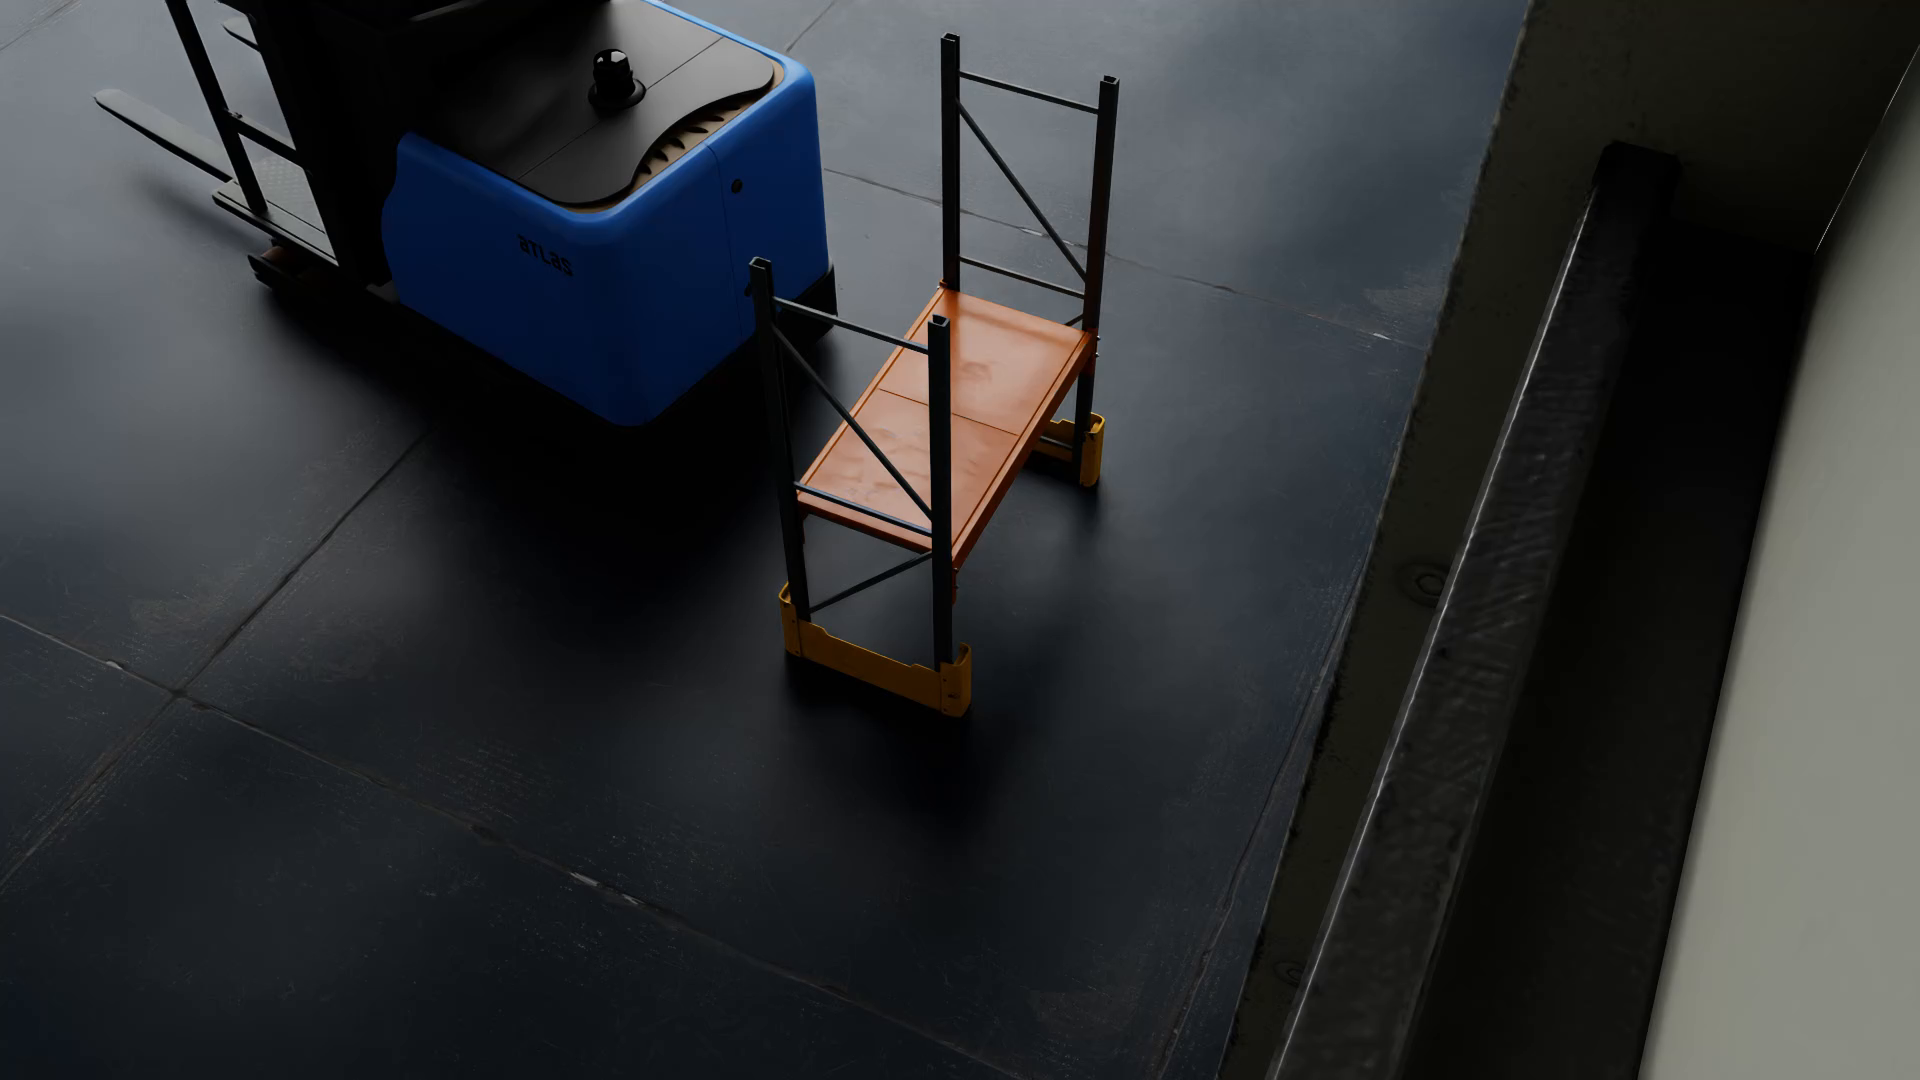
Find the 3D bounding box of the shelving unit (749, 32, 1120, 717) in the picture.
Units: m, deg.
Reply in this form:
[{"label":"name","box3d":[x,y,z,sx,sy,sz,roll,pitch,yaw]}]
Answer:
[{"label":"shelving unit","box3d":[-0.033,-0.434,4.634,0.587,1.500,1.083,20,52,16]}]

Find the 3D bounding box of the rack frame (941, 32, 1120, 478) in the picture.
[{"label":"rack frame","box3d":[0.181,-0.777,4.927,0.500,1.500,0.032,20,52,16]}]

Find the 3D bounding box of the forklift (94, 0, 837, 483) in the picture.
[{"label":"forklift","box3d":[-1.922,-2.052,5.071,3.031,2.935,1.130,29,55,22]}]

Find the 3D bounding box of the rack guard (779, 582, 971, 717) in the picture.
[{"label":"rack guard","box3d":[-0.245,0.314,4.818,0.587,0.250,0.087,20,52,16]}]

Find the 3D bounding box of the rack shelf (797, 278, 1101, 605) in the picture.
[{"label":"rack shelf","box3d":[-0.036,-0.311,4.766,0.538,0.185,1.000,20,52,16]}]

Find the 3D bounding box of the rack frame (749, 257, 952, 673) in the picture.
[{"label":"rack frame","box3d":[-0.254,-0.077,4.331,0.500,1.500,0.032,20,52,16]}]

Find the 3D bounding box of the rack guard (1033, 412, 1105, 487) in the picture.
[{"label":"rack guard","box3d":[0.180,-0.371,5.402,0.587,0.250,0.087,20,52,16]}]
